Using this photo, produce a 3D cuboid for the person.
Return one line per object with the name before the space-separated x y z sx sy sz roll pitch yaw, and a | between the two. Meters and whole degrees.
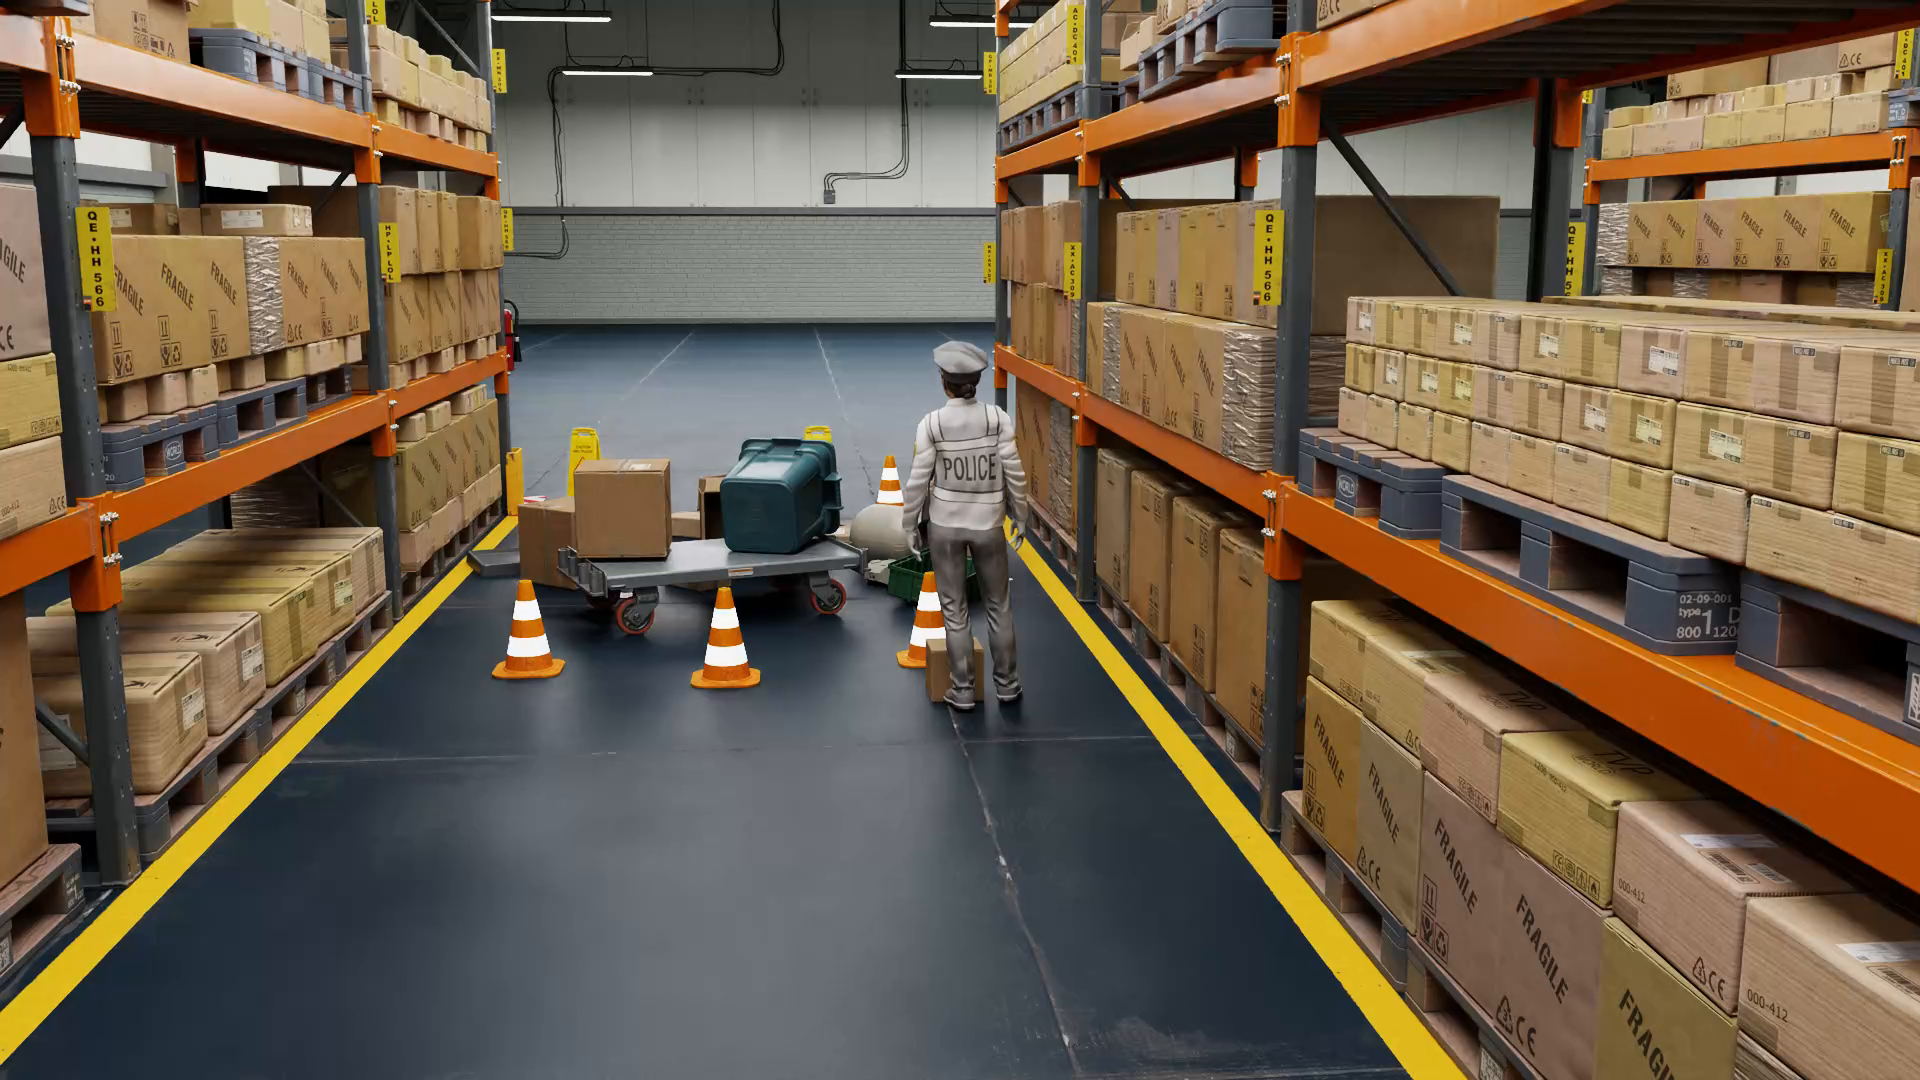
person | 0.024 -0.066 7.627 0.587 1.694 0.529 -1 10 -6
